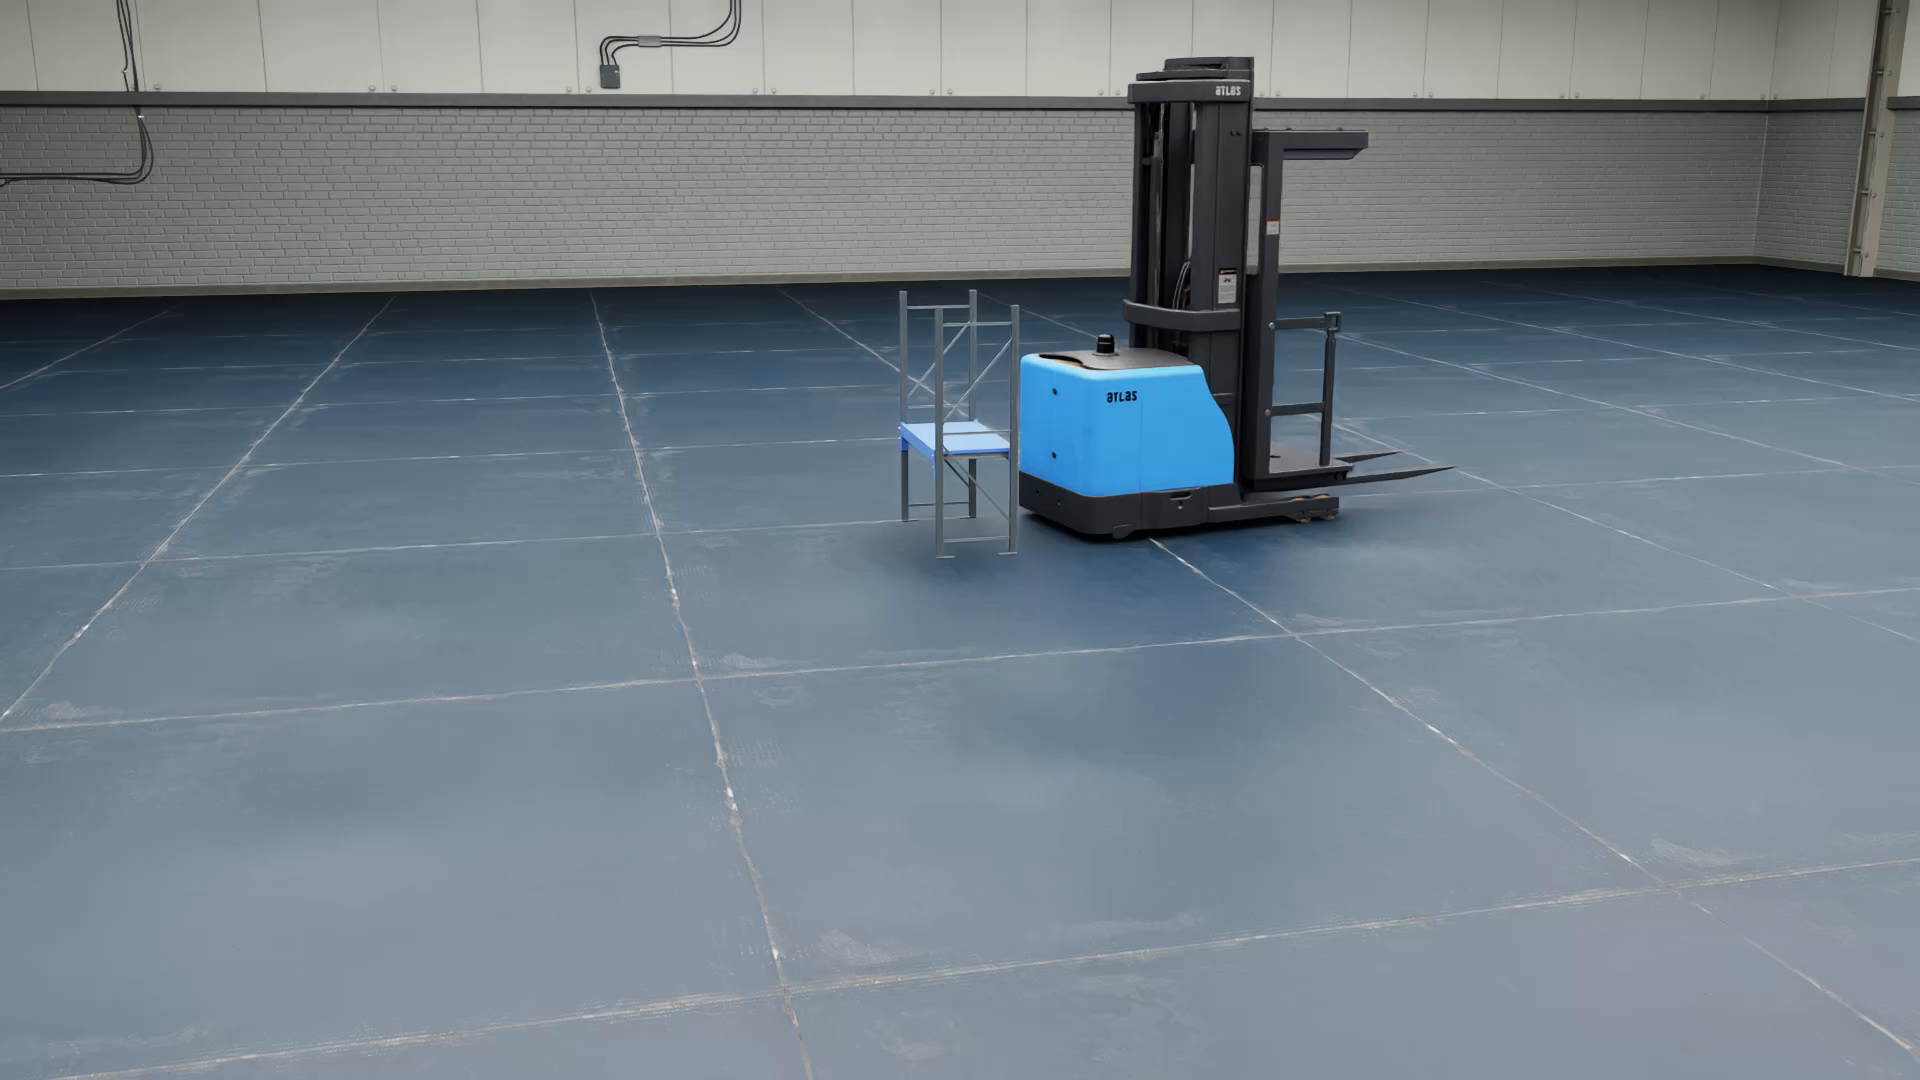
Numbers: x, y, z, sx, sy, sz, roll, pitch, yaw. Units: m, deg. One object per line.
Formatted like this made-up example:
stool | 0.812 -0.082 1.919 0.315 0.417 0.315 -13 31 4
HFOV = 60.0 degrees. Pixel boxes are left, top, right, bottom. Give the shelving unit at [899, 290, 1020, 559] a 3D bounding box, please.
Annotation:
shelving unit | -0.020 -0.748 10.330 0.538 1.500 1.048 -3 14 -13

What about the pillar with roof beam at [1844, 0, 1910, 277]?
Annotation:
pillar with roof beam | 11.934 -8.870 27.770 9.100 9.000 0.400 -3 14 -13

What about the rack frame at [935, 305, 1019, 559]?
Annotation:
rack frame | 0.099 -0.631 9.850 0.500 1.500 0.032 -3 14 -13

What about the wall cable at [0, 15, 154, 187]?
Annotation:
wall cable | -13.907 -6.599 25.018 3.097 2.526 0.112 -3 14 -13

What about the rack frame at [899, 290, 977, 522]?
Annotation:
rack frame | -0.139 -0.866 10.810 0.500 1.500 0.032 -3 14 -13

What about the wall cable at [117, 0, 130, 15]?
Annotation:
wall cable | -11.277 -9.203 25.036 3.097 2.526 0.112 -3 14 -13

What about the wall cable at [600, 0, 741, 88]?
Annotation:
wall cable | -4.675 -10.285 26.397 2.305 6.003 0.169 -3 14 -13

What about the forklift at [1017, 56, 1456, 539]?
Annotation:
forklift | 1.942 -1.641 10.970 3.031 2.935 1.130 -6 15 -24

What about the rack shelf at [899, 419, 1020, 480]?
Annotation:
rack shelf | -0.020 -0.574 10.372 0.538 0.185 1.000 -3 14 -13
